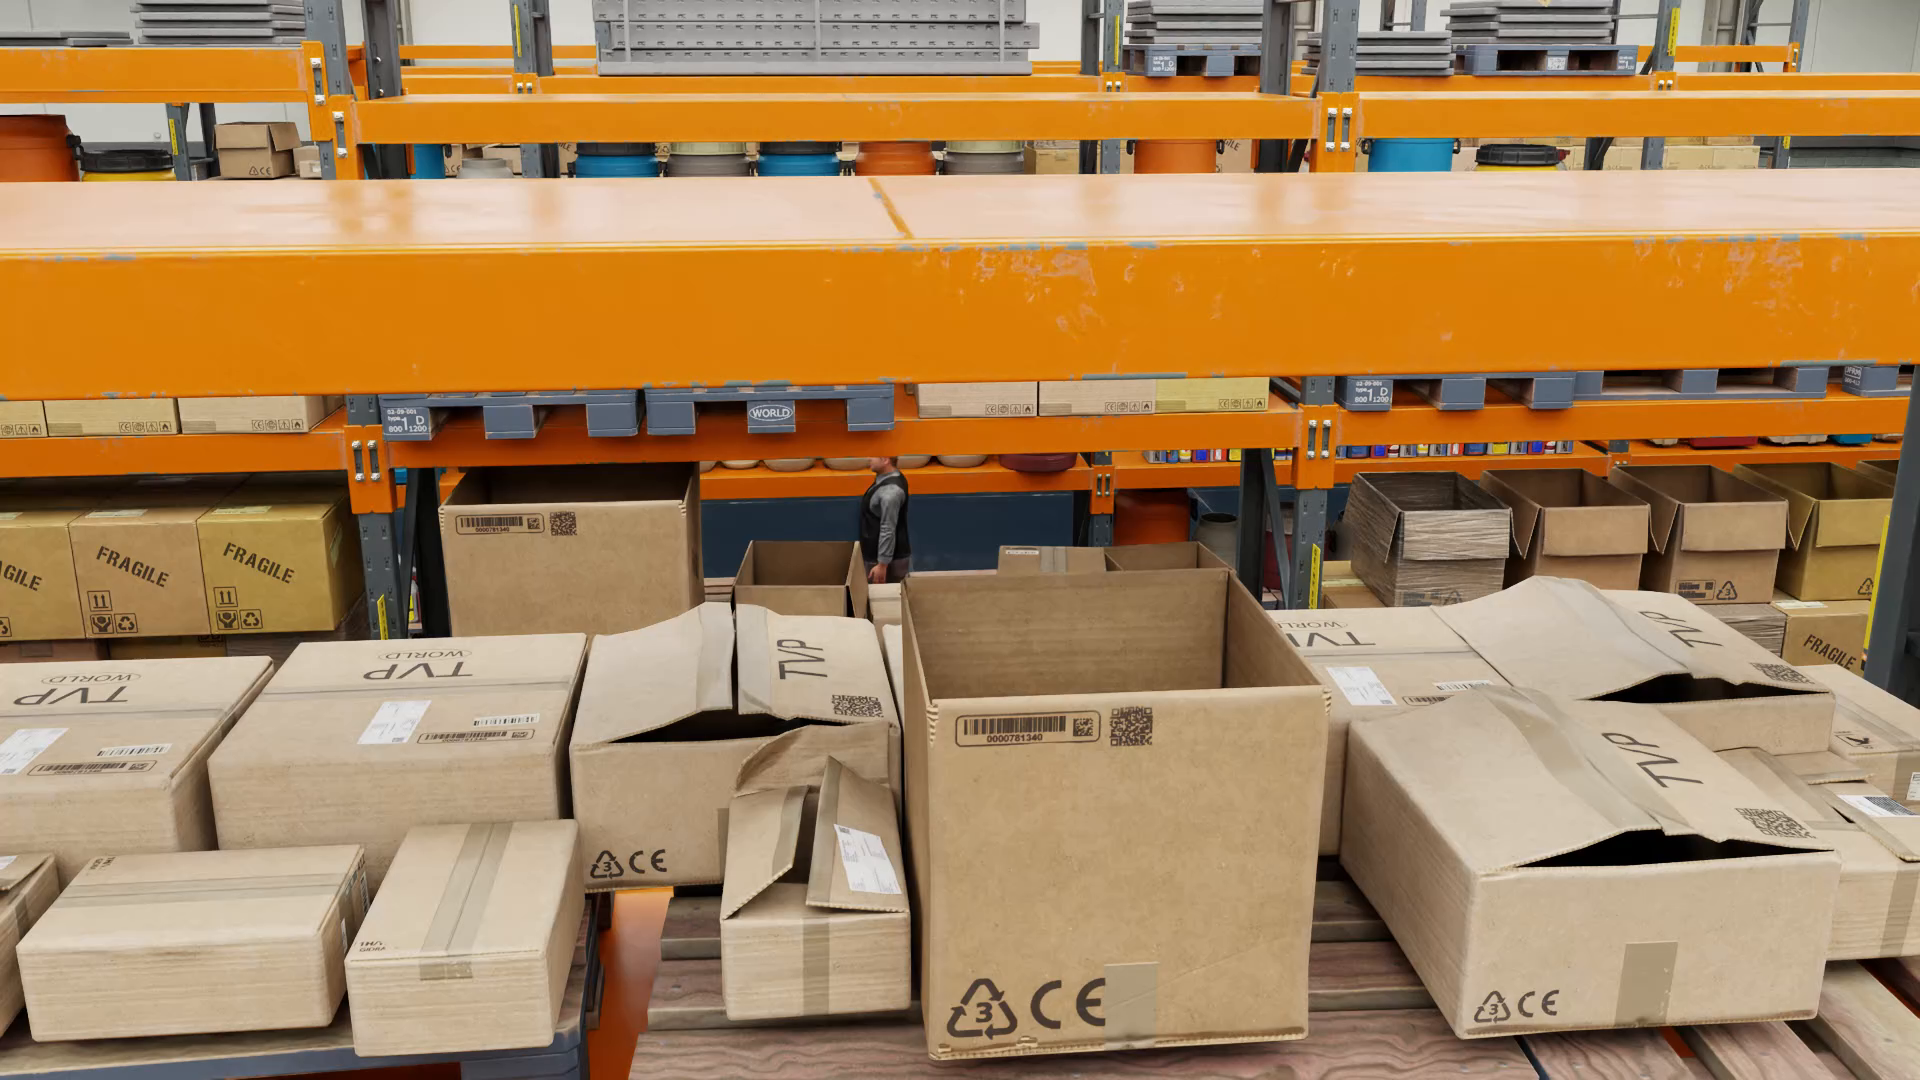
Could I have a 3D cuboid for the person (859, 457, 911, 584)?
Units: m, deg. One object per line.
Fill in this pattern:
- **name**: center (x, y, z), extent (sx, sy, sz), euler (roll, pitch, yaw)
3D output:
- **person**: center (-0.595, 0.139, 11.617), extent (0.503, 1.722, 0.544), euler (-1, 17, -5)
